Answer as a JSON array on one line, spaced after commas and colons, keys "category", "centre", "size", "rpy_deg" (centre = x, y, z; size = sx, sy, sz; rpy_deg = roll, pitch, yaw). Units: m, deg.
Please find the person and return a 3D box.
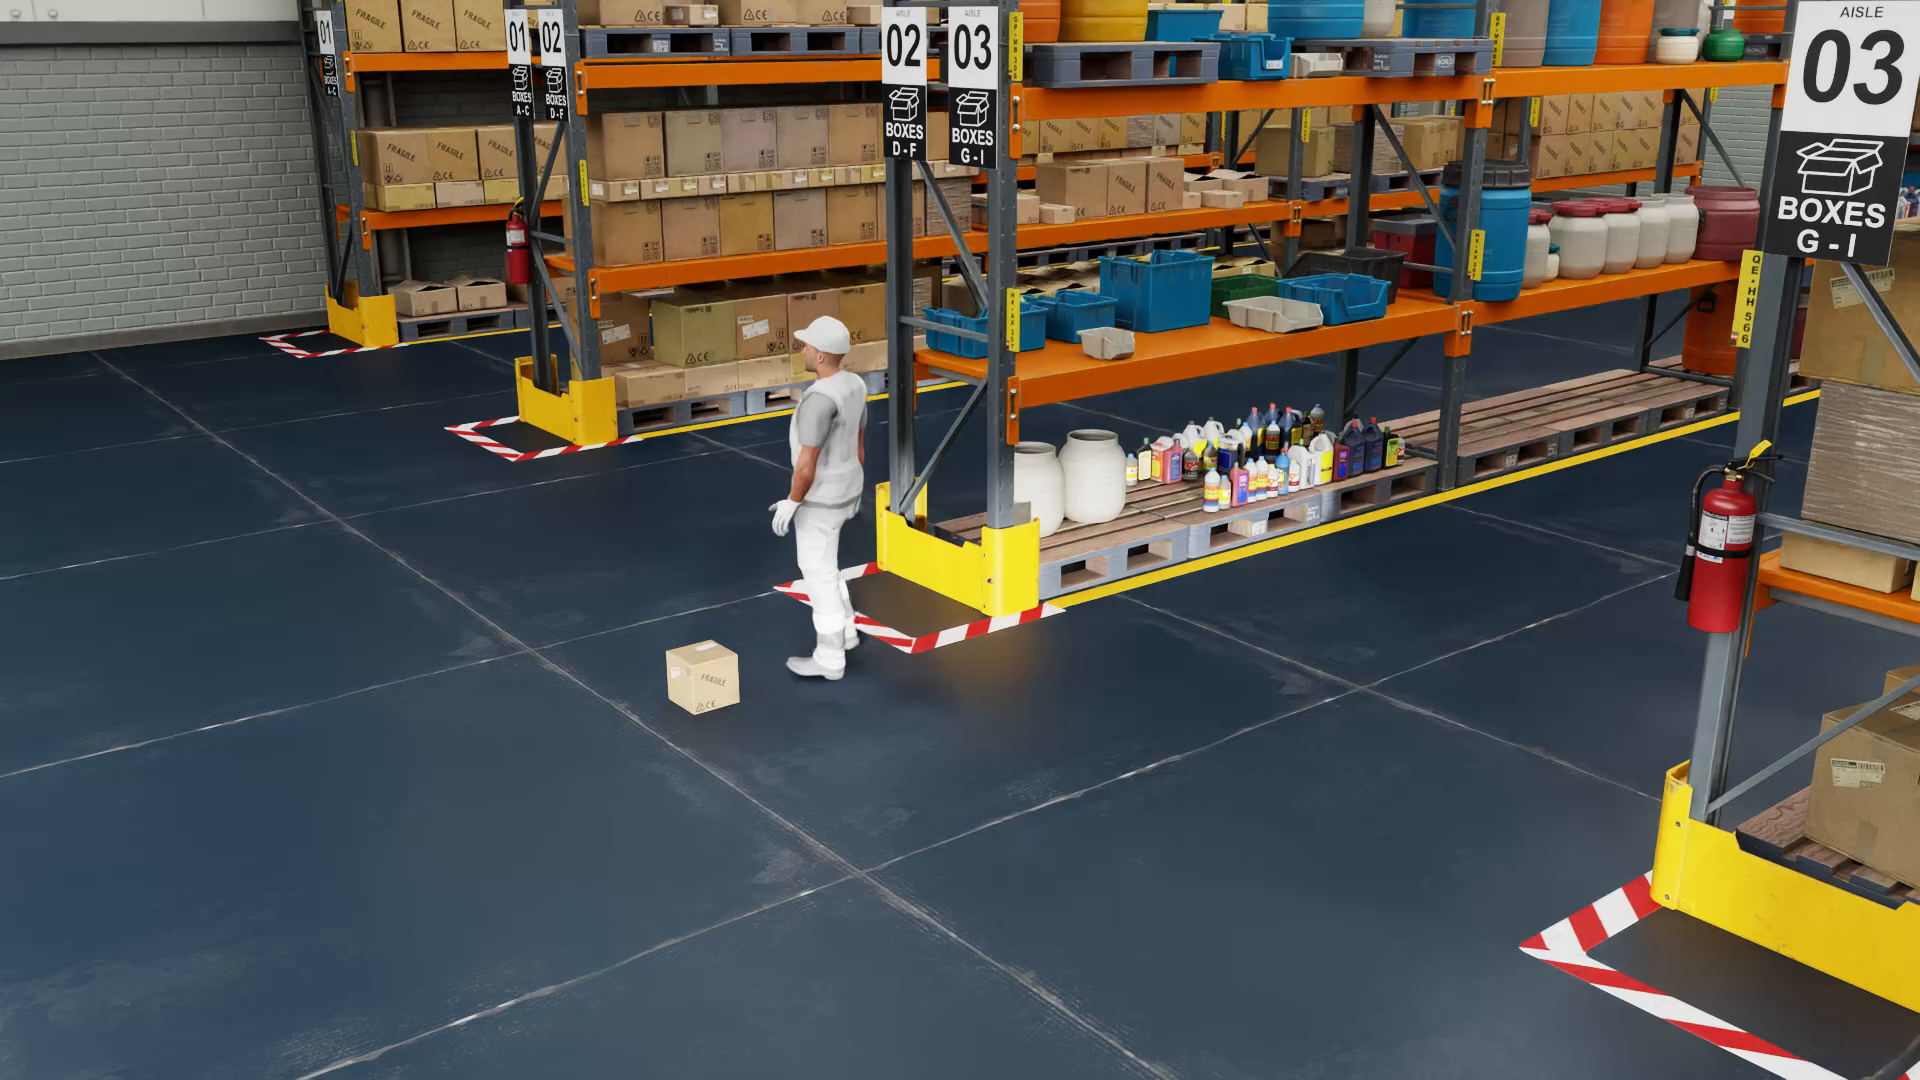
[{"category": "person", "centre": [-0.676, -0.191, 8.119], "size": [0.393, 1.823, 0.554], "rpy_deg": [6, 19, 19]}]
